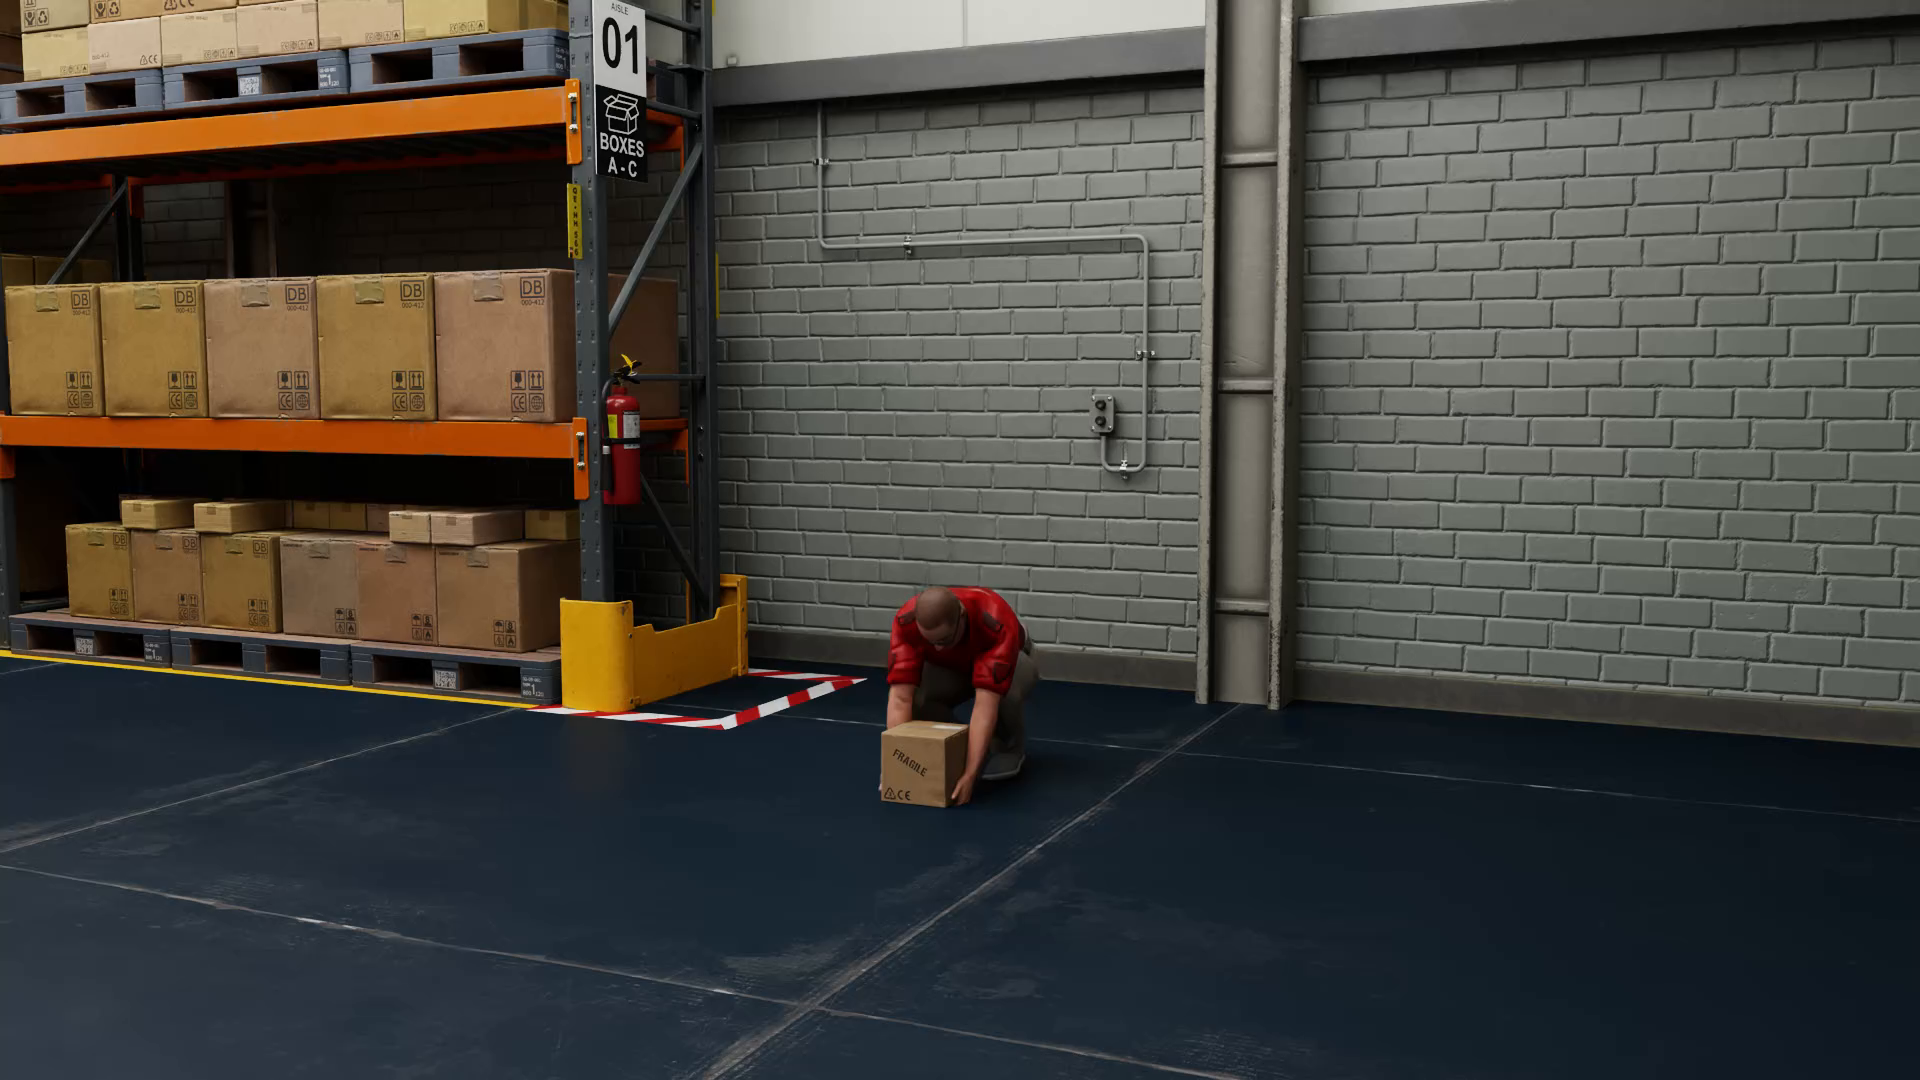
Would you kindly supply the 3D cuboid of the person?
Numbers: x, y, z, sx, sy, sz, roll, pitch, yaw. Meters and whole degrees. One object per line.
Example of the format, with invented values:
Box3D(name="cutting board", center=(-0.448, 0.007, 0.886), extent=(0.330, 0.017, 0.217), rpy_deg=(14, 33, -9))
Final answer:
Box3D(name="person", center=(0.008, 0.557, 6.256), extent=(0.537, 0.862, 0.893), rpy_deg=(2, 6, 23))
